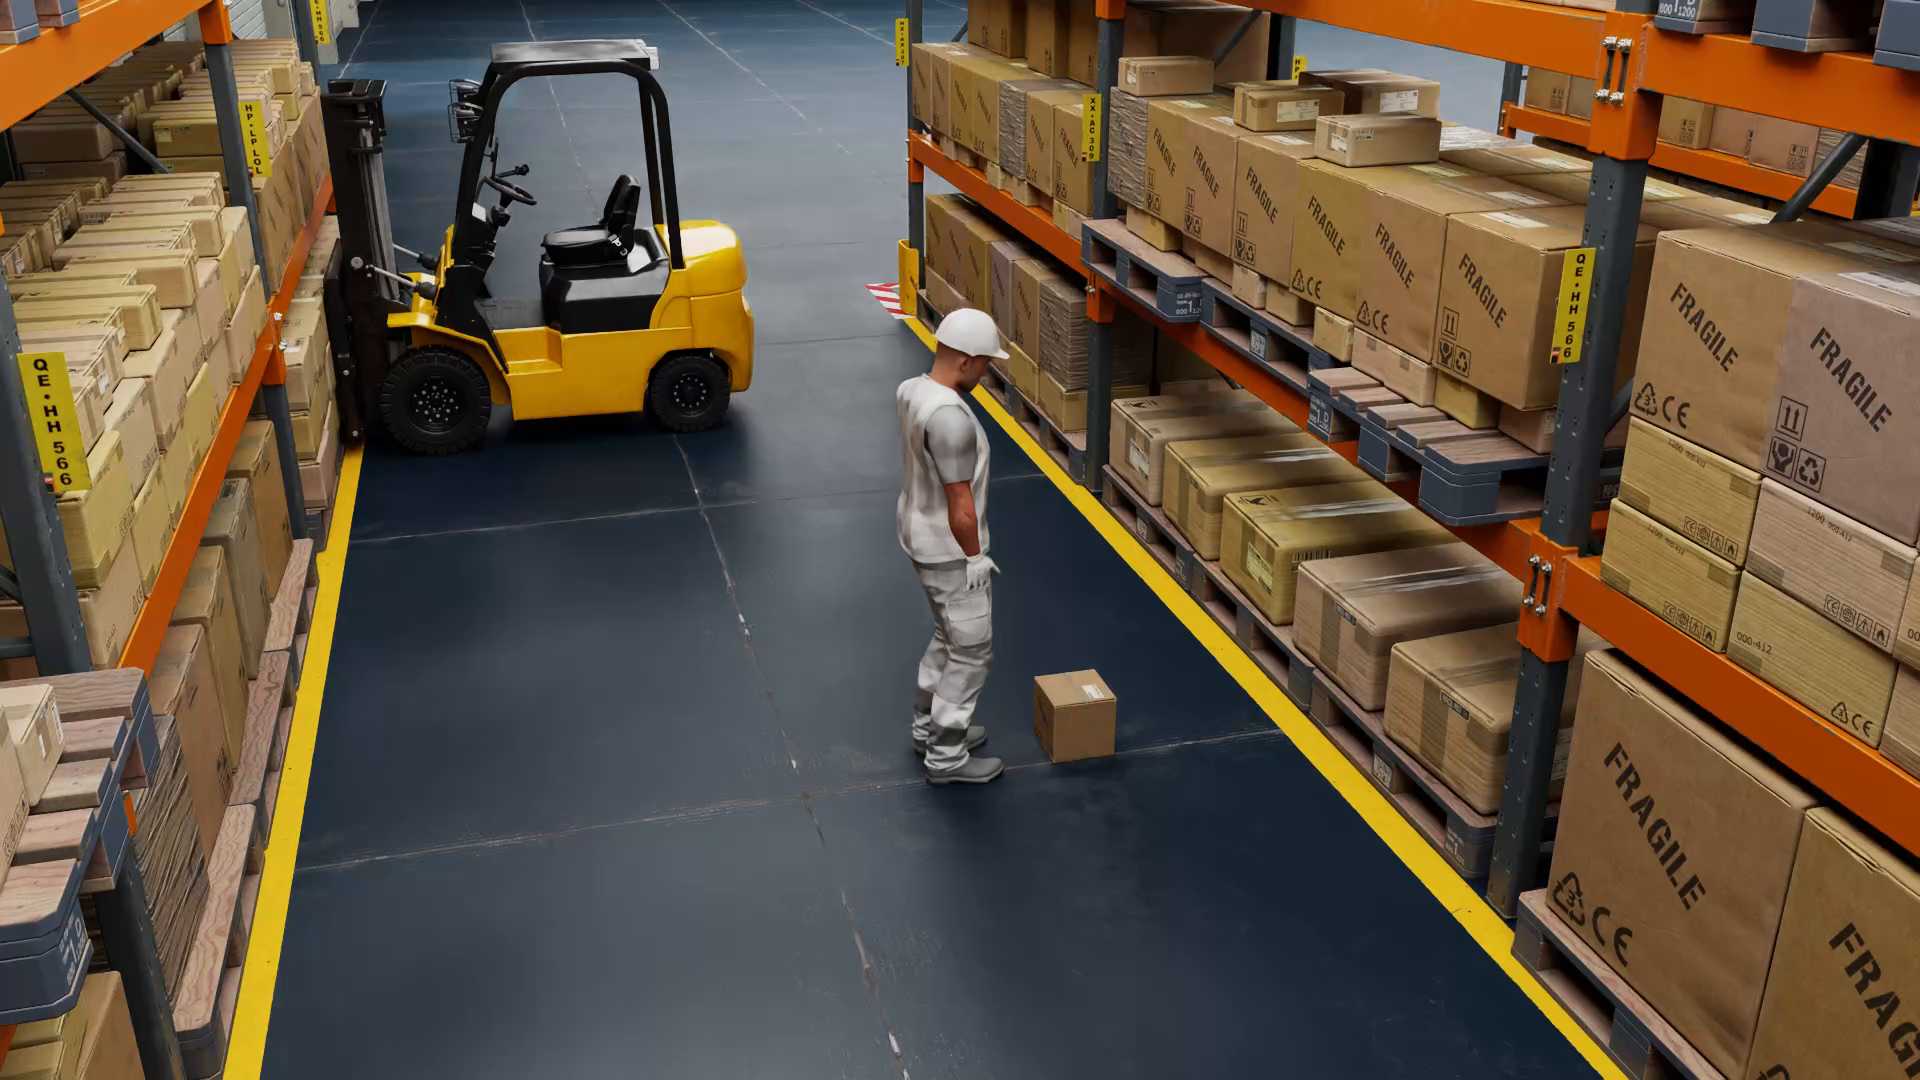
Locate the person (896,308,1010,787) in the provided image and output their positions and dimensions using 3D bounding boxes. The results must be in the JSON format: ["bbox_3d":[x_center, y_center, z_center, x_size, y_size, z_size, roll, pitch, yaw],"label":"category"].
[{"bbox_3d":[-0.021,0.024,6.040,0.400,1.763,0.534,-6,23,-13],"label":"person"}]
